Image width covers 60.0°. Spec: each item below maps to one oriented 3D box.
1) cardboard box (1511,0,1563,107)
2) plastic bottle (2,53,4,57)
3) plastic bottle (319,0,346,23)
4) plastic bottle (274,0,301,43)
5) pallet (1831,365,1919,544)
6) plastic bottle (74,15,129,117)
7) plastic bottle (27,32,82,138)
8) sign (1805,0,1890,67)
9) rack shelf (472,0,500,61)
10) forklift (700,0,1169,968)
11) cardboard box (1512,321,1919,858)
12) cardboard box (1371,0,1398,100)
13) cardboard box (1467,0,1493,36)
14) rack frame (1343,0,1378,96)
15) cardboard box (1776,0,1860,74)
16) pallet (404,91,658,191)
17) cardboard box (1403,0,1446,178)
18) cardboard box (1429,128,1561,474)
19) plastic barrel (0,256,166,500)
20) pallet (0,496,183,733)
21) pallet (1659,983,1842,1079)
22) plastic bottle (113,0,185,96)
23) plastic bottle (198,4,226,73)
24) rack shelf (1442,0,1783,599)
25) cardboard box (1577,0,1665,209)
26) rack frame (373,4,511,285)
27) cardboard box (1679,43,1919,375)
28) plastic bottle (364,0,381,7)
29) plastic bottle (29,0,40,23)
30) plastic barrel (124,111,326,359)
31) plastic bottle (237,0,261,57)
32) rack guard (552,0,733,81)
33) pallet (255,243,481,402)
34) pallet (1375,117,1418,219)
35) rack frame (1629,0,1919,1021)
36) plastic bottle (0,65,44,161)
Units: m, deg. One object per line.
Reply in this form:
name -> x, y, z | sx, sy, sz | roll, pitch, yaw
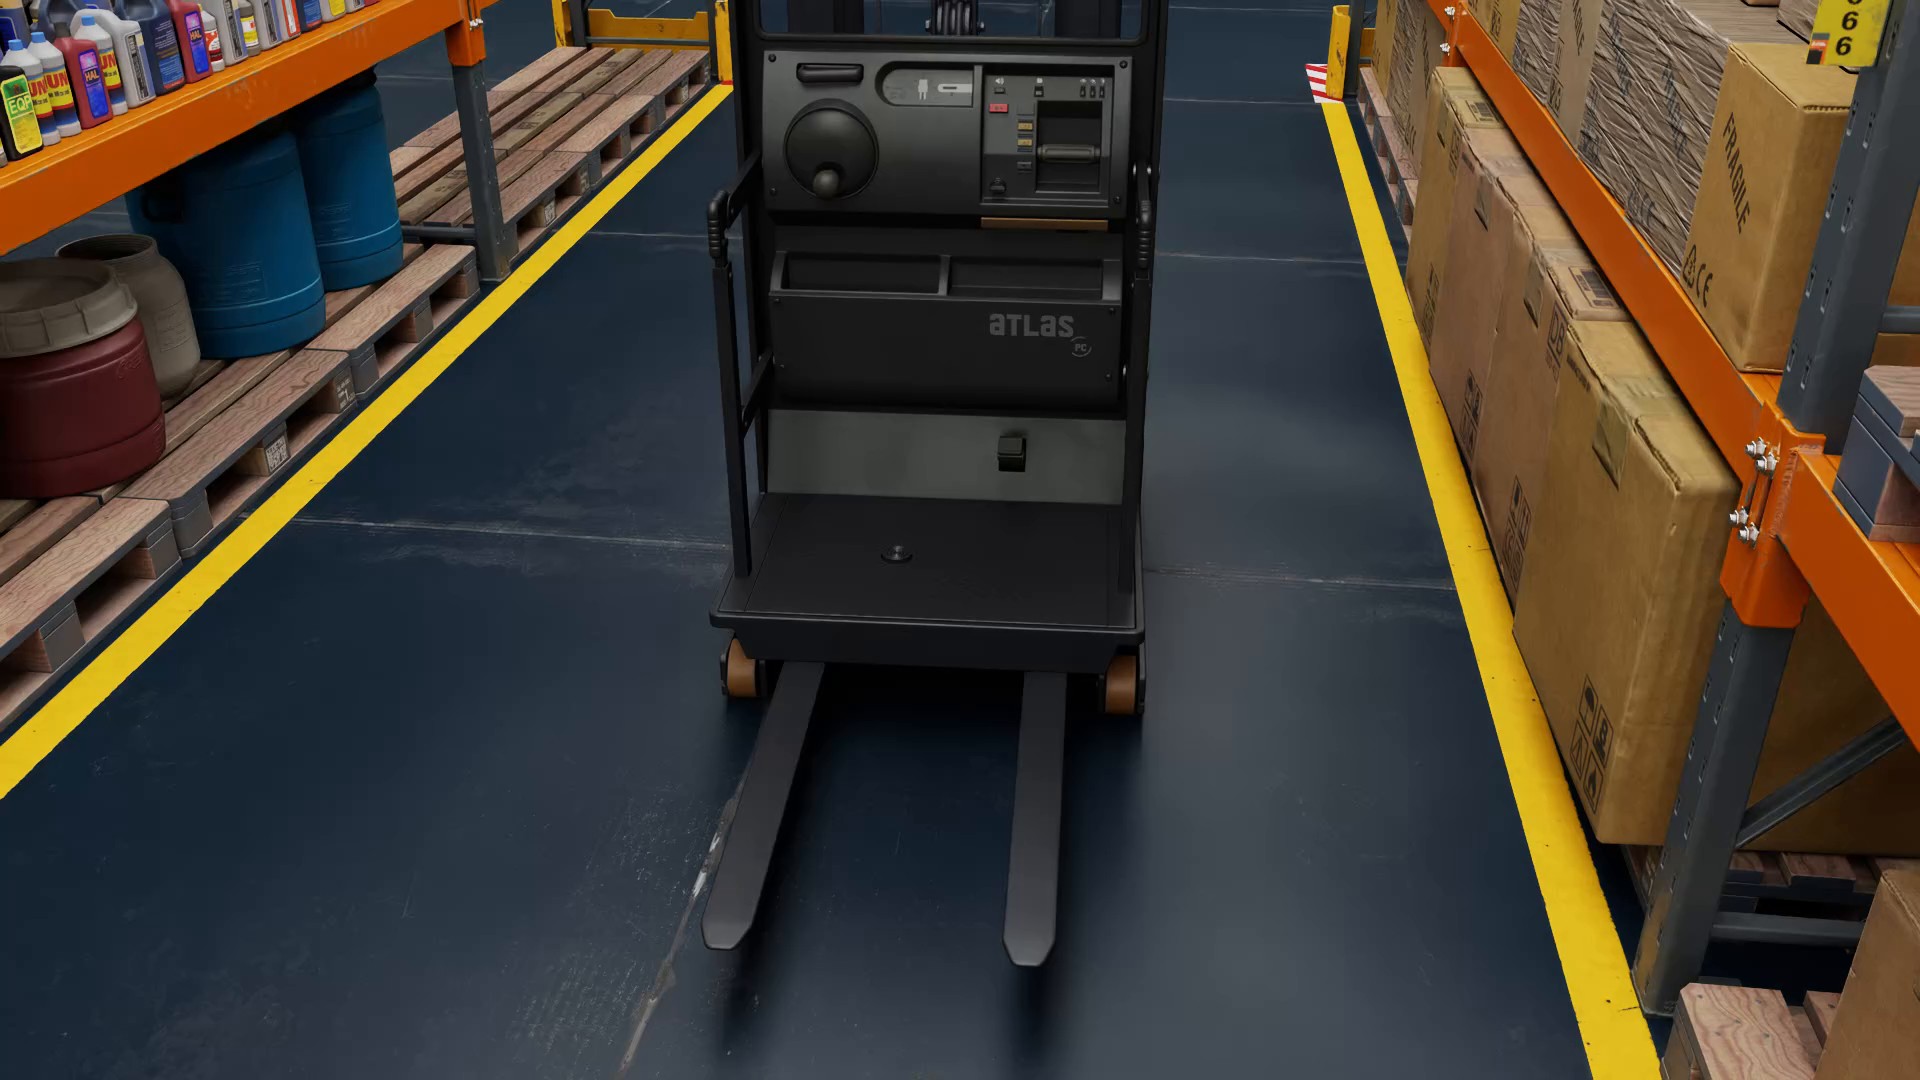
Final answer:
cardboard box -> 1.974, -1.589, 4.932 | 0.500, 0.500, 0.500 | 3, 28, 5
plastic bottle -> -3.133, -1.657, 5.299 | 0.097, 0.271, 0.097 | 0, 28, 0
plastic bottle -> -2.303, -2.034, 5.915 | 0.144, 0.351, 0.185 | 3, 28, 6
plastic bottle -> -2.349, -1.839, 5.632 | 0.152, 0.276, 0.135 | 3, 28, 6
pallet -> 1.929, 0.089, 2.124 | 1.213, 0.211, 1.003 | 3, 28, 6
plastic bottle -> -2.448, -1.349, 4.728 | 0.097, 0.271, 0.097 | 0, 28, 0
plastic bottle -> -2.477, -1.241, 4.526 | 0.097, 0.271, 0.097 | 0, 28, 0
sign -> 1.359, -0.877, 2.495 | 0.100, 0.325, 0.005 | 3, 28, 6
rack shelf -> -2.270, -3.132, 8.660 | 1.077, 0.370, 4.000 | 3, 28, 6
forklift -> -0.050, -0.993, 4.002 | 1.130, 2.935, 3.031 | 2, 28, 4
cardboard box -> 2.016, 0.090, 3.717 | 1.225, 0.875, 0.875 | 2, 28, 4
cardboard box -> 2.892, -3.046, 9.539 | 0.875, 0.875, 0.875 | 3, 28, 6
cardboard box -> 2.096, -2.062, 5.808 | 0.500, 0.500, 0.500 | 3, 29, 6
rack frame -> 2.891, -4.102, 9.702 | 1.000, 3.000, 0.127 | 3, 28, 6
cardboard box -> 2.016, -1.165, 3.088 | 0.797, 0.503, 0.637 | 4, 29, 8
pallet -> -2.316, -2.204, 9.118 | 1.003, 0.211, 1.213 | 3, 28, 6
cardboard box -> 2.671, -2.199, 7.966 | 0.875, 0.875, 0.875 | 3, 28, 6
cardboard box -> 2.233, -0.746, 5.269 | 1.225, 0.875, 0.875 | 2, 28, 4
plastic barrel -> -2.824, -0.511, 5.135 | 0.600, 0.588, 0.708 | 3, 28, 6
pallet -> -2.950, 0.230, 4.601 | 1.003, 0.211, 1.213 | 3, 28, 6
pallet -> 1.813, 1.259, 2.691 | 1.003, 0.211, 1.213 | 3, 28, 6
plastic bottle -> -2.438, -1.515, 4.952 | 0.144, 0.351, 0.185 | 3, 28, 6
plastic bottle -> -2.381, -1.578, 5.225 | 0.097, 0.201, 0.097 | 0, 28, 0
rack shelf -> 2.156, -0.961, 4.630 | 1.077, 0.370, 4.000 | 3, 28, 6
cardboard box -> 1.852, -1.106, 4.035 | 0.500, 0.500, 0.500 | 2, 28, 5
rack frame -> -2.515, -2.507, 6.741 | 1.000, 3.000, 0.127 | 3, 28, 6
cardboard box -> 1.725, -0.627, 3.146 | 0.500, 0.500, 0.500 | 4, 29, 8
plastic bottle -> -2.226, -2.140, 6.183 | 0.061, 0.283, 0.133 | 3, 28, 6
plastic bottle -> -2.966, -1.681, 5.416 | 0.097, 0.201, 0.097 | 0, 28, 0
plastic barrel -> -2.685, -1.180, 6.047 | 0.600, 0.901, 0.708 | 3, 28, 6
plastic bottle -> -2.353, -1.687, 5.428 | 0.097, 0.201, 0.097 | 0, 28, 0
rack guard -> -2.035, -3.302, 10.852 | 1.175, 0.500, 0.348 | 3, 28, 6
pallet -> -2.651, -0.919, 6.733 | 1.003, 0.211, 1.213 | 3, 28, 6
pallet -> 2.718, -1.921, 8.593 | 1.003, 0.211, 1.213 | 3, 28, 6
rack frame -> 1.910, -0.337, 2.712 | 1.000, 3.000, 0.127 | 3, 28, 6
plastic bottle -> -2.485, -1.145, 4.335 | 0.061, 0.283, 0.133 | 3, 28, 6
